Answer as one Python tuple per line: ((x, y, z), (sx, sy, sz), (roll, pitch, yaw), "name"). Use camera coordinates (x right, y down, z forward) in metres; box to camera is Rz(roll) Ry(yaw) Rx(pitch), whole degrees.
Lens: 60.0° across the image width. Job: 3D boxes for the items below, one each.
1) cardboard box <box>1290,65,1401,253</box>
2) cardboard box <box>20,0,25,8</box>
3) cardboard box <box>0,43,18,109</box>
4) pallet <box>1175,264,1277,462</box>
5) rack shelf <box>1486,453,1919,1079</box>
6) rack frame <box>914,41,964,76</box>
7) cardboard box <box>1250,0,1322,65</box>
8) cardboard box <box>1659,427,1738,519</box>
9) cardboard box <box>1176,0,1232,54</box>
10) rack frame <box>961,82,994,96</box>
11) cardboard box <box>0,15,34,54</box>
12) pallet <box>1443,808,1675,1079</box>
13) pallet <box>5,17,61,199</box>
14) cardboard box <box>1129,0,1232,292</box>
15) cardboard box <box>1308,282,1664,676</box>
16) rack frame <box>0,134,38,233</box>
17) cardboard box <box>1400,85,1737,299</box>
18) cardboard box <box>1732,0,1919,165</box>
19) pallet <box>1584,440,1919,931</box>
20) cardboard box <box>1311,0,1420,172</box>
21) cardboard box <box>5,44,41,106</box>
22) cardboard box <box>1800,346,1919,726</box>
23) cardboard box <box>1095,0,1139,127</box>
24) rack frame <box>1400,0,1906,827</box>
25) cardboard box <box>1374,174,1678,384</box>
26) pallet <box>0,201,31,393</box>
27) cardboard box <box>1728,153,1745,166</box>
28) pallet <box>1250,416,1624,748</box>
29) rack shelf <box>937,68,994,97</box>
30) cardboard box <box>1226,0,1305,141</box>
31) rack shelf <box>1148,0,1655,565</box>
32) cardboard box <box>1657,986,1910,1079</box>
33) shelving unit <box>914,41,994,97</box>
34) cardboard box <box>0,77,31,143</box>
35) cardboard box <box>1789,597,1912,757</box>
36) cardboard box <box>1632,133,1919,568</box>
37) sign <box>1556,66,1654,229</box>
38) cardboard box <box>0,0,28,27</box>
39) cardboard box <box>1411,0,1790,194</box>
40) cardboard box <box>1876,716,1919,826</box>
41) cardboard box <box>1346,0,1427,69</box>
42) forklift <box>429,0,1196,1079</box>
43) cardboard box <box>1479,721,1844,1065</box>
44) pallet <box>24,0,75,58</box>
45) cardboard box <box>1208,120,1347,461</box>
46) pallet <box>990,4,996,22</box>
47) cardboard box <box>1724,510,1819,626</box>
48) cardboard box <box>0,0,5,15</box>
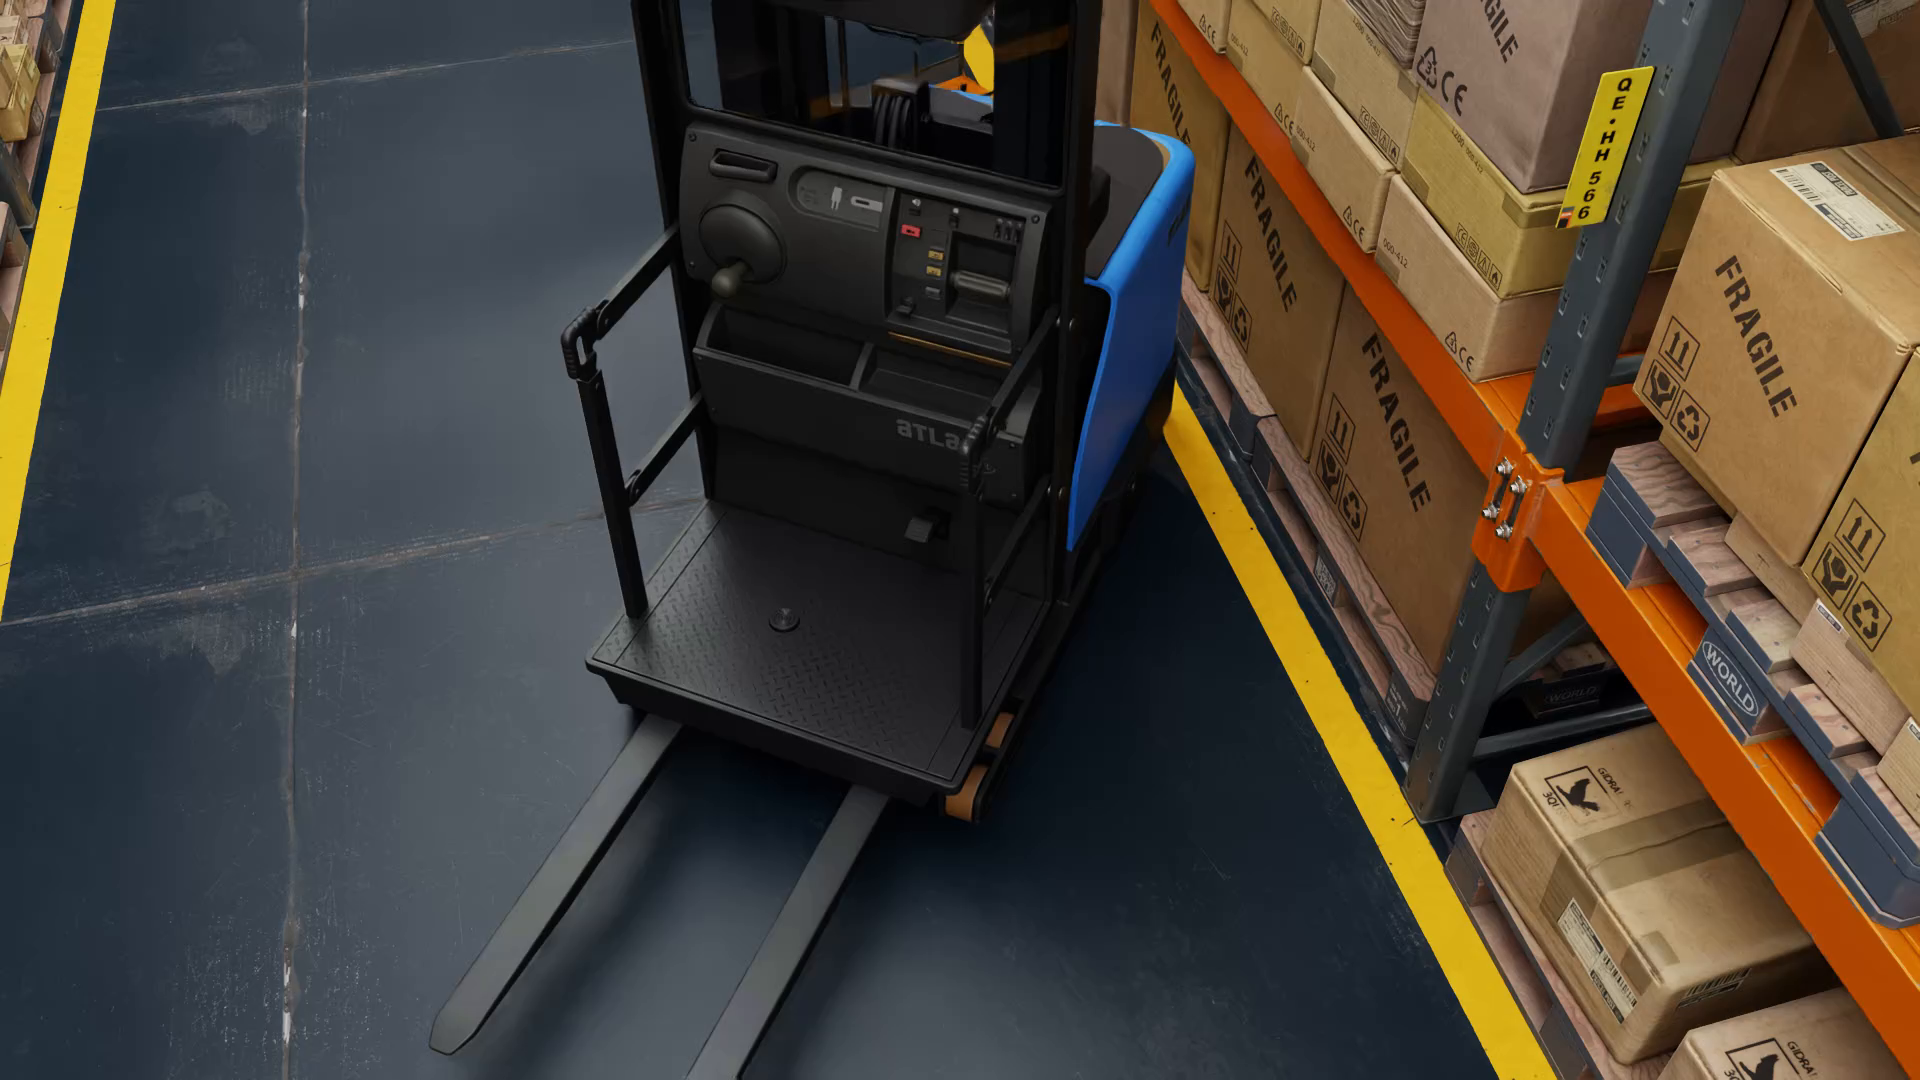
((1.183, -1.008, 4.243), (0.500, 0.250, 0.500), (-10, 46, -10), "cardboard box")
((-4.254, -2.347, 7.152), (0.380, 0.149, 0.250), (-13, 47, -12), "cardboard box")
((-3.857, -1.758, 6.367), (0.380, 0.149, 0.250), (-9, 46, -8), "cardboard box")
((1.272, -0.832, 5.918), (1.003, 0.211, 1.213), (-11, 47, -10), "pallet")
((2.222, 1.223, 2.455), (1.077, 0.370, 4.000), (-11, 47, -10), "rack shelf")
((-0.067, -1.230, 5.721), (0.200, 1.050, 0.008), (-29, 52, -25), "rack frame")
((1.055, -1.523, 4.397), (0.500, 0.250, 0.500), (-12, 47, -11), "cardboard box")
((1.613, -0.210, 3.237), (0.380, 0.149, 0.250), (-13, 47, -13), "cardboard box")
((0.912, -1.706, 4.926), (0.500, 0.250, 0.500), (-11, 47, -11), "cardboard box")
((0.083, -1.093, 5.586), (0.200, 1.050, 0.008), (-29, 52, -25), "rack frame")
((-4.038, -2.001, 6.813), (0.380, 0.149, 0.250), (-11, 47, -11), "cardboard box")
((1.908, 1.107, 4.018), (1.003, 0.211, 1.213), (-11, 47, -10), "pallet")
((-4.280, -1.677, 6.746), (1.003, 0.211, 1.213), (-11, 47, -10), "pallet")
((1.161, -1.539, 5.851), (0.875, 0.875, 0.875), (-9, 46, -9), "cardboard box")
((1.613, -0.305, 4.642), (0.875, 0.875, 0.875), (-11, 47, -11), "cardboard box")
((-4.073, -2.196, 5.302), (1.000, 3.000, 0.127), (-11, 47, -10), "rack frame")
((1.340, -0.820, 3.708), (0.500, 0.250, 0.500), (-11, 47, -10), "cardboard box")
((1.820, -1.179, 3.536), (0.500, 0.500, 0.500), (-12, 47, -12), "cardboard box")
((1.995, 0.130, 3.156), (1.213, 0.211, 1.003), (-11, 47, -10), "pallet")
((1.205, -1.173, 4.054), (0.500, 0.250, 0.500), (-12, 47, -11), "cardboard box")
((-3.924, -1.839, 6.654), (0.380, 0.149, 0.250), (-9, 46, -9), "cardboard box")
((1.742, 0.016, 2.562), (0.500, 0.500, 0.500), (-9, 46, -8), "cardboard box")
((0.922, -2.161, 6.461), (0.875, 0.875, 0.875), (-9, 46, -9), "cardboard box")
((1.710, -0.409, 3.551), (1.000, 3.000, 0.127), (-11, 47, -10), "rack frame")
((1.329, -0.658, 3.900), (0.500, 0.250, 0.500), (-12, 47, -12), "cardboard box")
((-3.873, -0.683, 5.771), (1.003, 0.211, 1.213), (-11, 47, -10), "pallet")
((1.819, -0.927, 3.813), (0.500, 0.250, 0.500), (-11, 47, -11), "cardboard box")
((1.581, 0.009, 5.094), (1.003, 0.211, 1.213), (-11, 47, -10), "pallet")
((0.008, -1.353, 5.458), (0.215, 0.259, 0.240), (-29, 52, -25), "rack shelf")
((1.070, -1.359, 4.587), (0.500, 0.250, 0.500), (-11, 47, -11), "cardboard box")
((1.198, -1.538, 5.161), (1.077, 0.370, 4.000), (-11, 47, -10), "rack shelf")
((2.041, 1.263, 3.457), (0.950, 0.372, 0.625), (-12, 47, -11), "cardboard box")
((0.008, -1.162, 5.653), (0.215, 1.050, 0.252), (-29, 52, -25), "shelving unit")
((-3.856, -1.655, 6.474), (0.380, 0.149, 0.250), (-13, 47, -12), "cardboard box")
((1.679, 0.189, 2.847), (0.380, 0.149, 0.250), (-14, 47, -13), "cardboard box")
((1.601, -0.342, 2.913), (0.500, 0.500, 0.500), (-12, 47, -11), "cardboard box")
((1.174, -0.711, 3.036), (0.100, 0.325, 0.005), (-11, 47, -10), "sign")
((-4.151, -2.167, 6.976), (0.380, 0.149, 0.250), (-12, 47, -11), "cardboard box")
((1.325, -1.103, 3.461), (0.500, 0.500, 0.500), (-12, 47, -11), "cardboard box")
((1.729, 0.382, 2.657), (0.380, 0.149, 0.250), (-10, 47, -10), "cardboard box")
((1.185, -1.456, 3.807), (0.500, 0.500, 0.500), (-10, 46, -10), "cardboard box")
((-0.325, -0.617, 3.802), (1.130, 2.935, 3.031), (17, 48, 16), "forklift")
((1.845, 0.755, 3.955), (0.950, 0.372, 0.625), (-14, 47, -13), "cardboard box")
((-4.595, -2.521, 7.573), (1.003, 0.211, 1.213), (-11, 47, -10), "pallet")
((1.389, -0.921, 5.246), (0.875, 0.875, 0.875), (-10, 46, -10), "cardboard box")
((0.567, -2.734, 7.782), (1.003, 0.211, 1.213), (-11, 47, -10), "pallet")
((1.653, -0.009, 3.040), (0.380, 0.149, 0.250), (-13, 47, -13), "cardboard box")
((-4.172, -2.265, 6.863), (0.380, 0.149, 0.250), (-13, 47, -12), "cardboard box")
